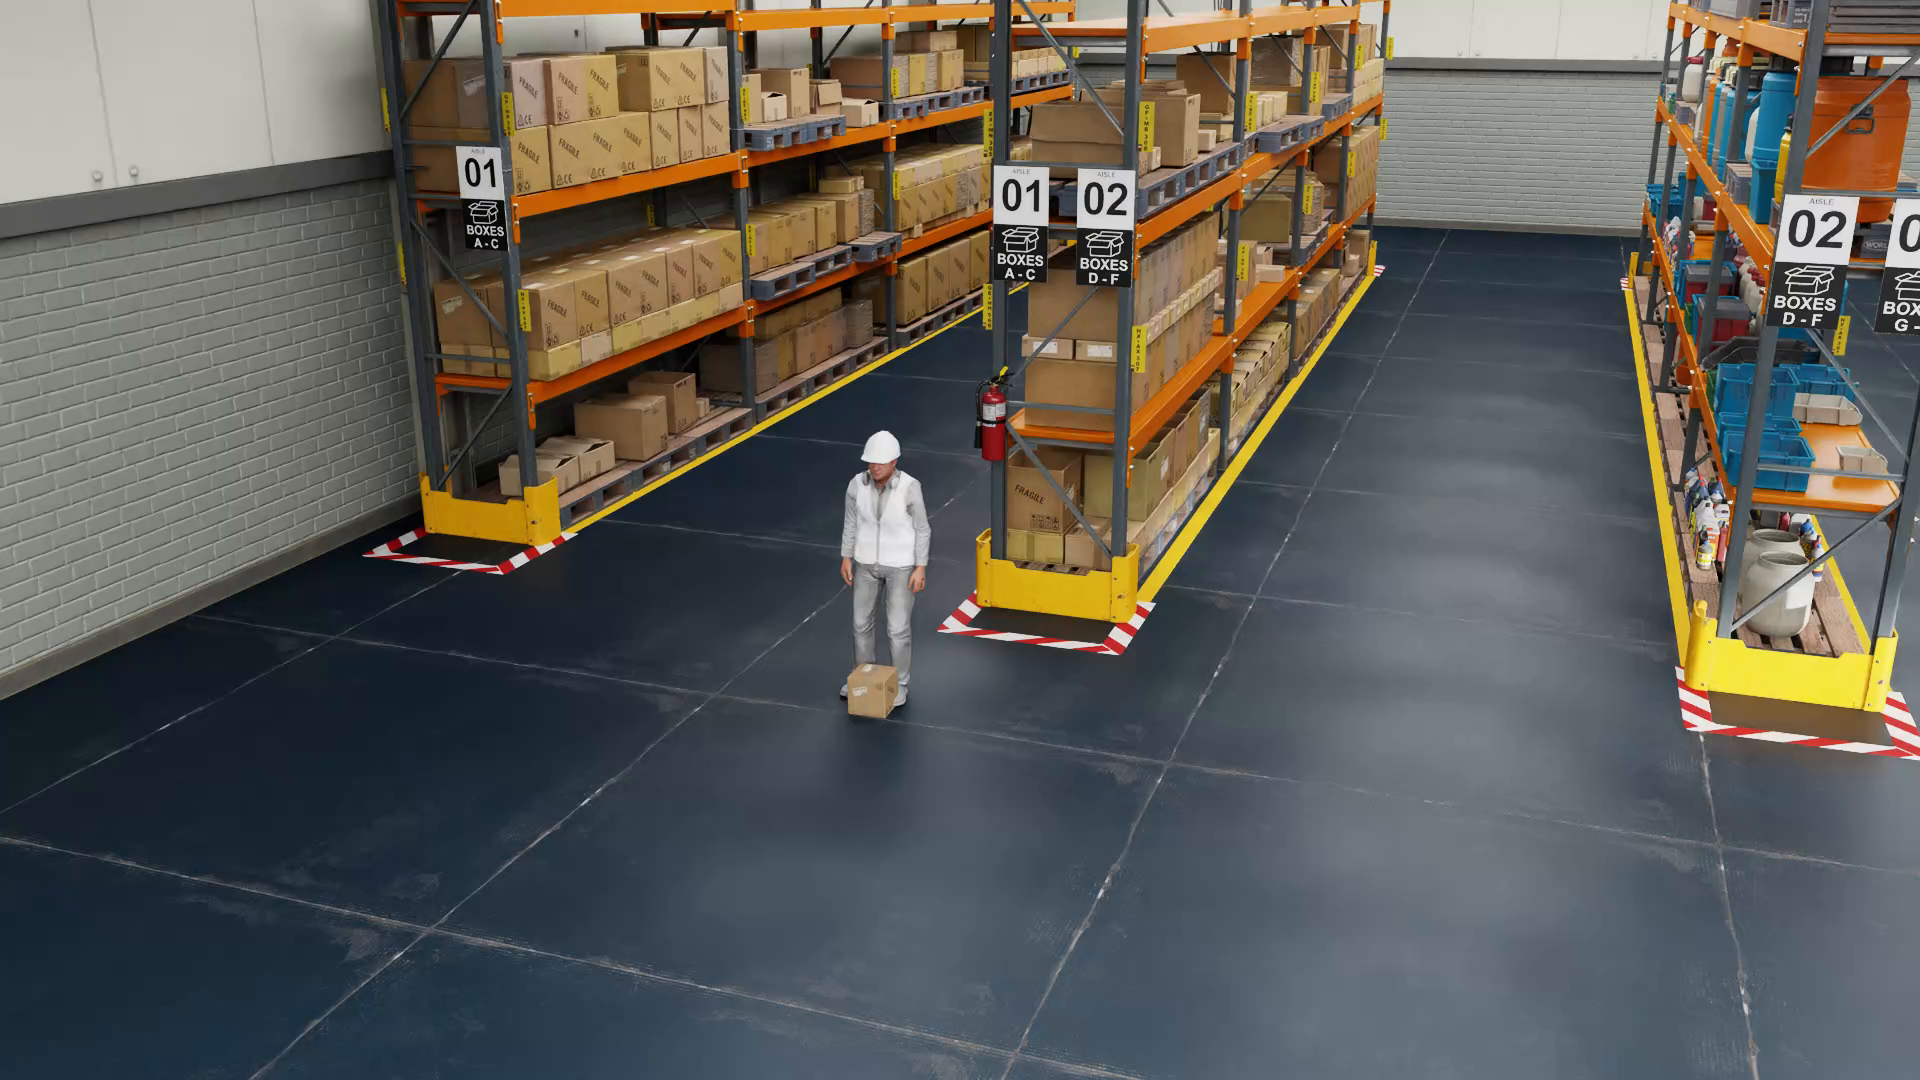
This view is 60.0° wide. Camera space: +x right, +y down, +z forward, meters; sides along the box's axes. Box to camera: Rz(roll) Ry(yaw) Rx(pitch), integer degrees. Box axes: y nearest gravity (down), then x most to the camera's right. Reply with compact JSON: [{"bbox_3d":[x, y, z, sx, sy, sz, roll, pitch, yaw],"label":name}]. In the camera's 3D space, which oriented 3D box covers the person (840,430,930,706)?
[{"bbox_3d":[-0.479,0.155,10.554,0.580,1.772,0.461,6,20,19],"label":"person"}]
